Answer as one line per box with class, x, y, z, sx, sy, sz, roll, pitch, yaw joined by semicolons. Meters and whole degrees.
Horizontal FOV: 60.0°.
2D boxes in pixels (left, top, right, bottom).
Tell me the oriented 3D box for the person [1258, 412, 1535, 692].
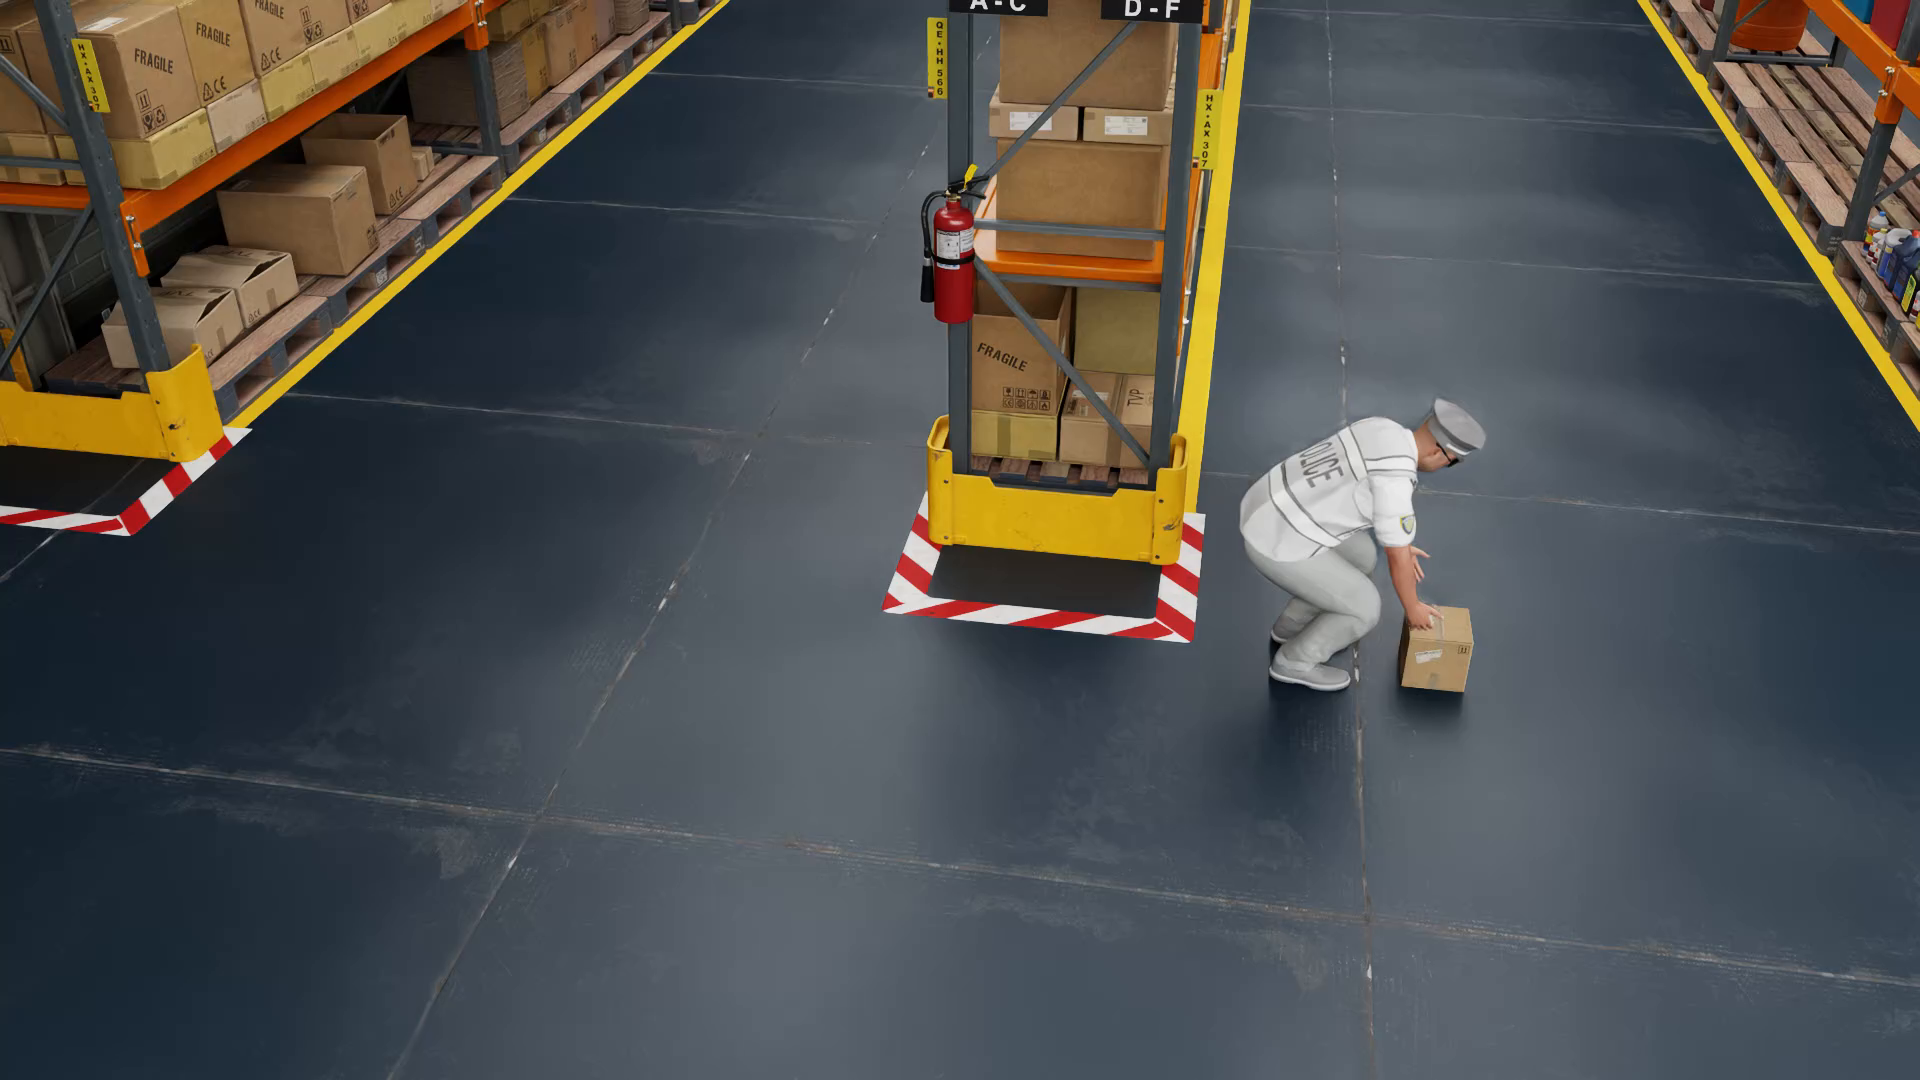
person;1.694;0.054;6.648;1.044;1.113;0.496;4;32;6
